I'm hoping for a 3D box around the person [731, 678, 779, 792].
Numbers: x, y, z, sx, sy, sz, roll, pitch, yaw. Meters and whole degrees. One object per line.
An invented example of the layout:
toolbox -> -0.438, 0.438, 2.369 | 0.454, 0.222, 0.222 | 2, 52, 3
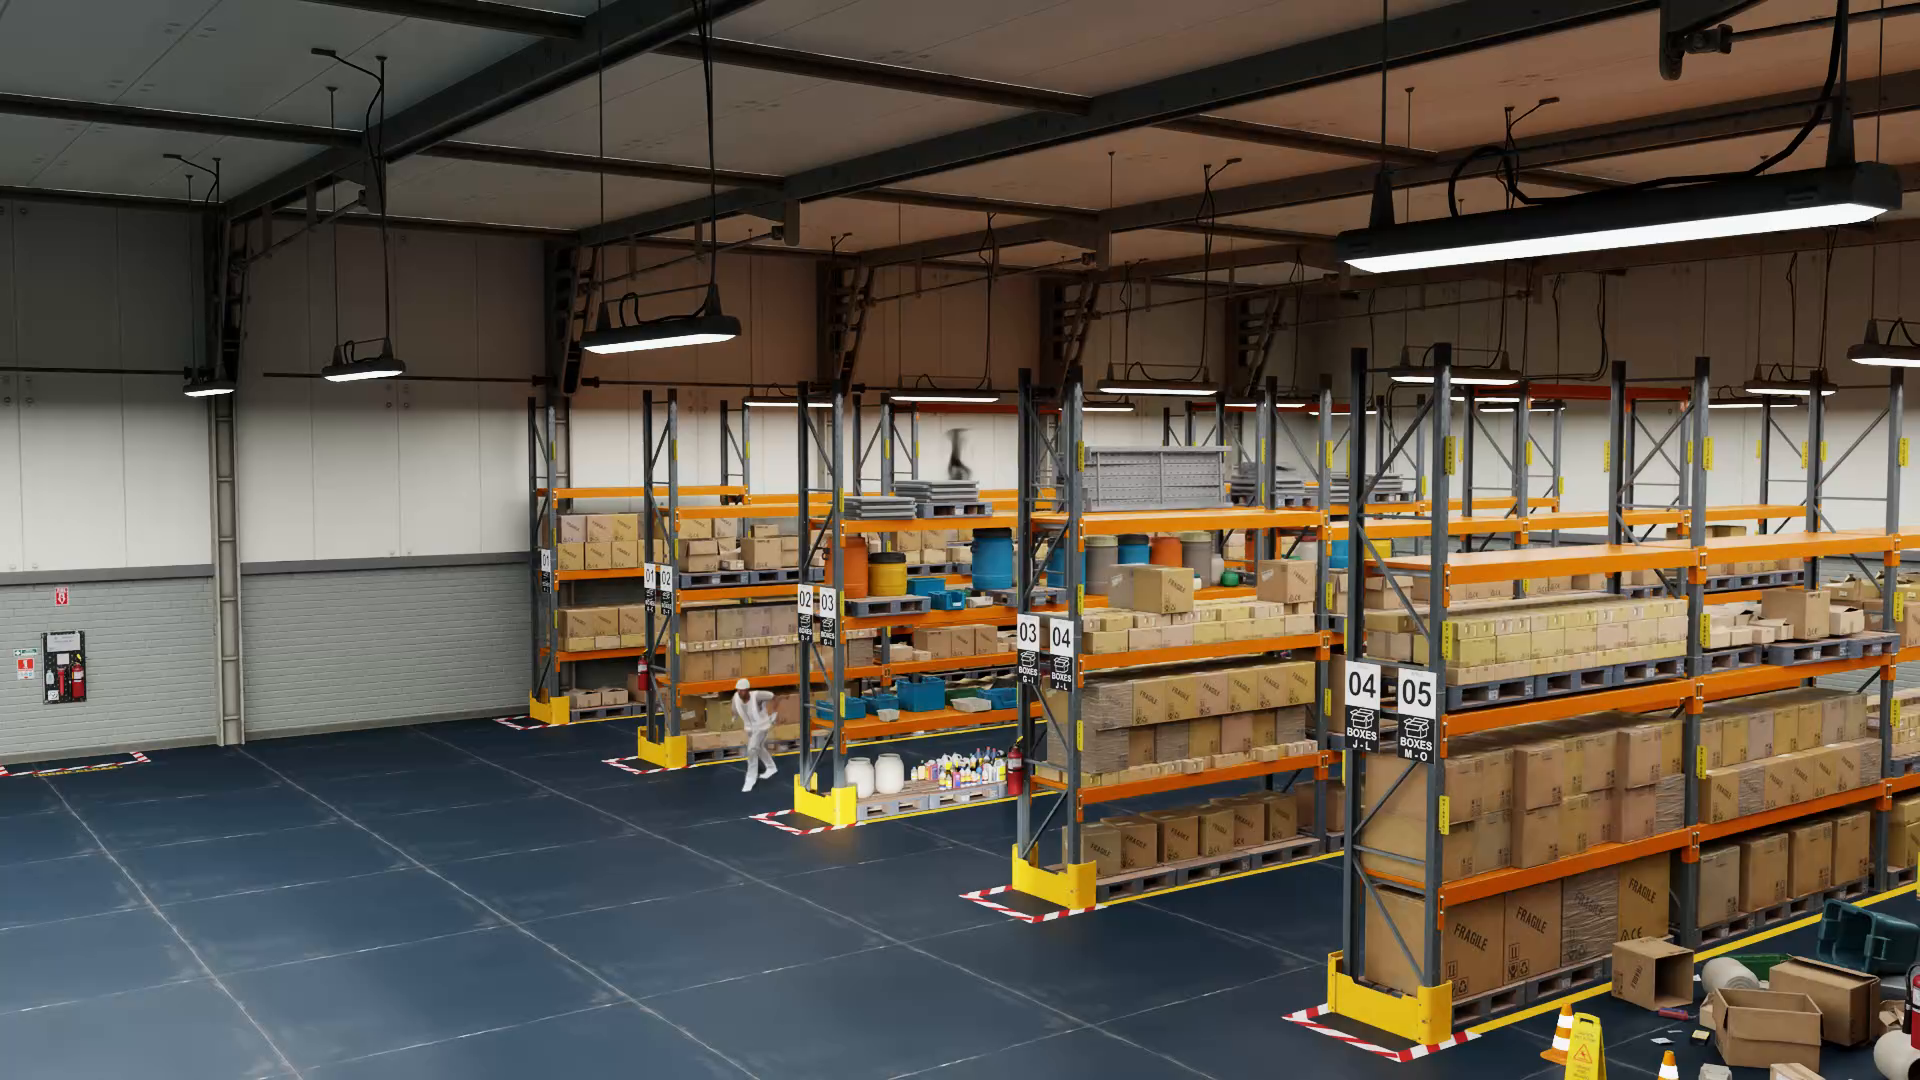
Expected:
person -> -3.033, 2.833, 24.853 | 0.706, 1.626, 1.005 | 2, 4, 27
